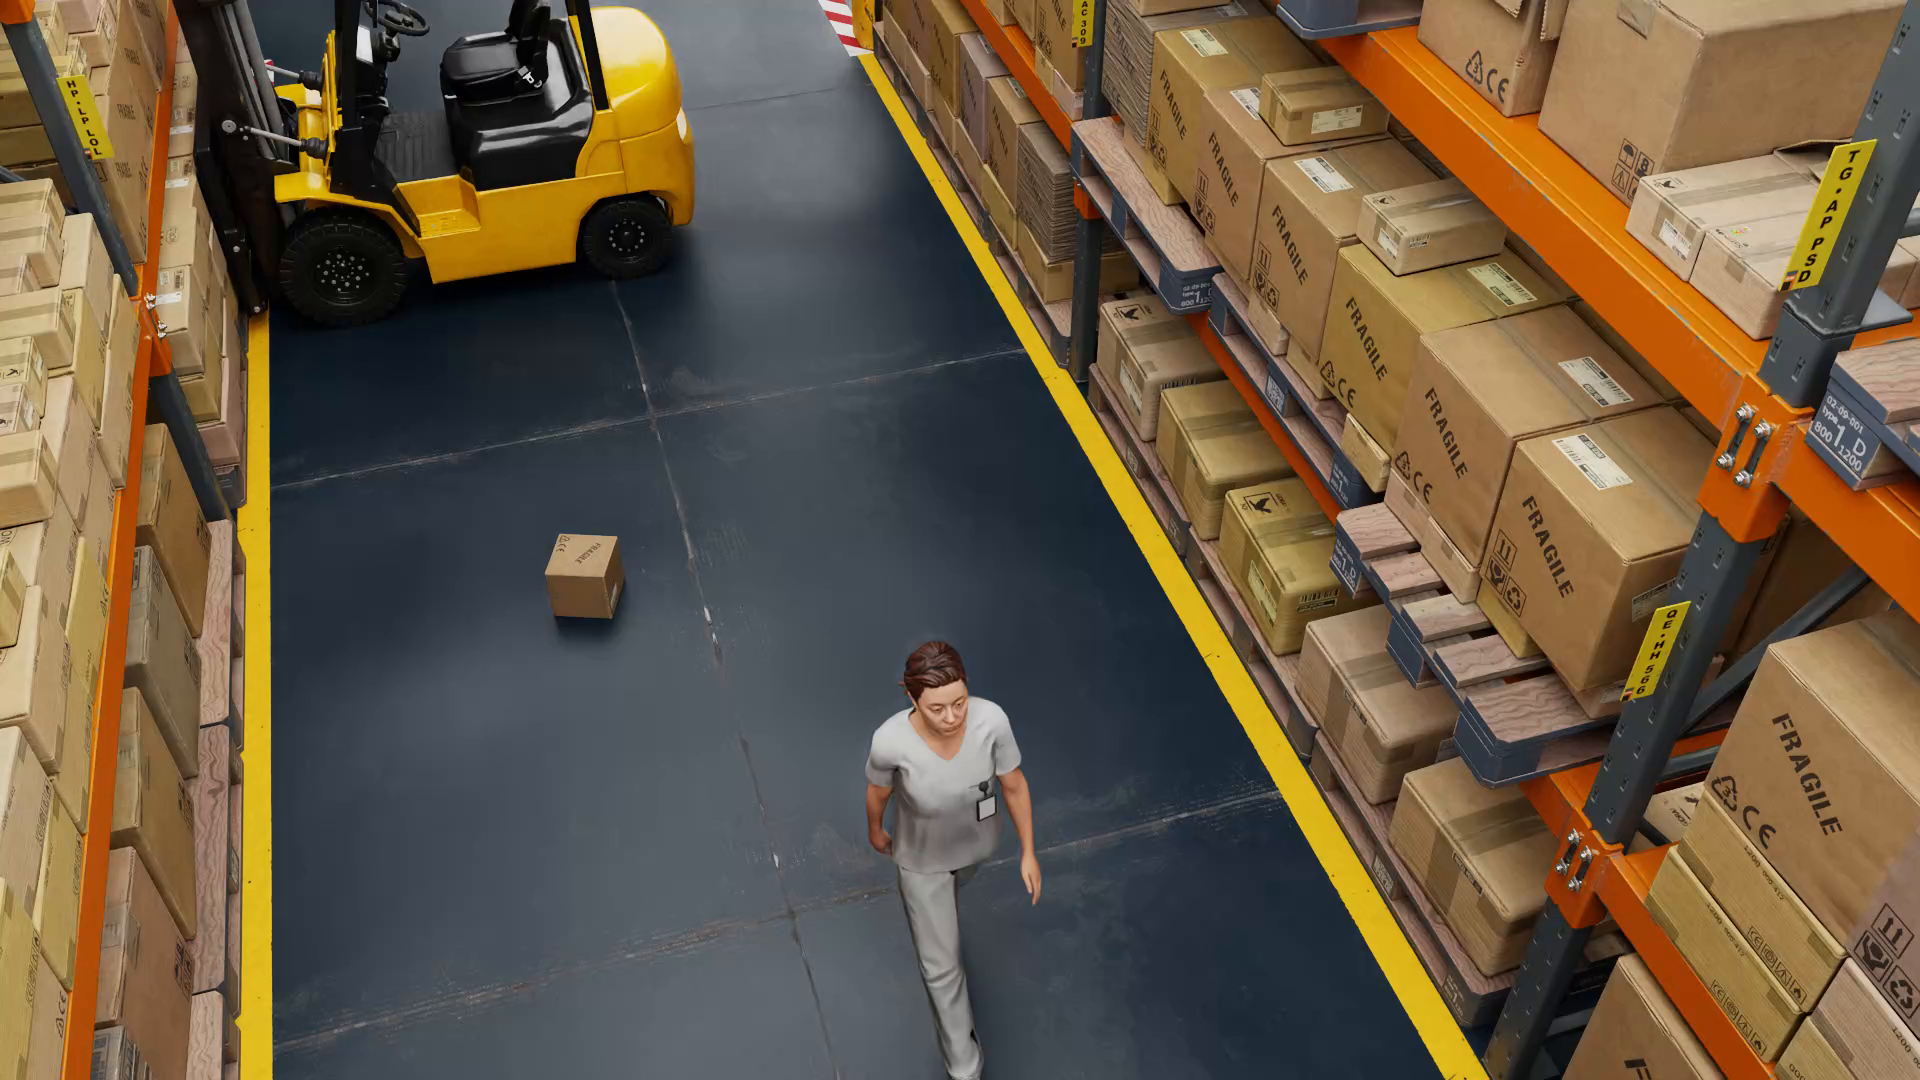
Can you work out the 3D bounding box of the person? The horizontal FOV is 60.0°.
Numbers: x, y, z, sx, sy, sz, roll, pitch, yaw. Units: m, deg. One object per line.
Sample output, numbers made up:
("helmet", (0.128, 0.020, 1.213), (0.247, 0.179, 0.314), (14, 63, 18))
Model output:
("person", (-0.007, 0.961, 5.093), (0.459, 1.604, 1.029), (-16, 45, -17))
